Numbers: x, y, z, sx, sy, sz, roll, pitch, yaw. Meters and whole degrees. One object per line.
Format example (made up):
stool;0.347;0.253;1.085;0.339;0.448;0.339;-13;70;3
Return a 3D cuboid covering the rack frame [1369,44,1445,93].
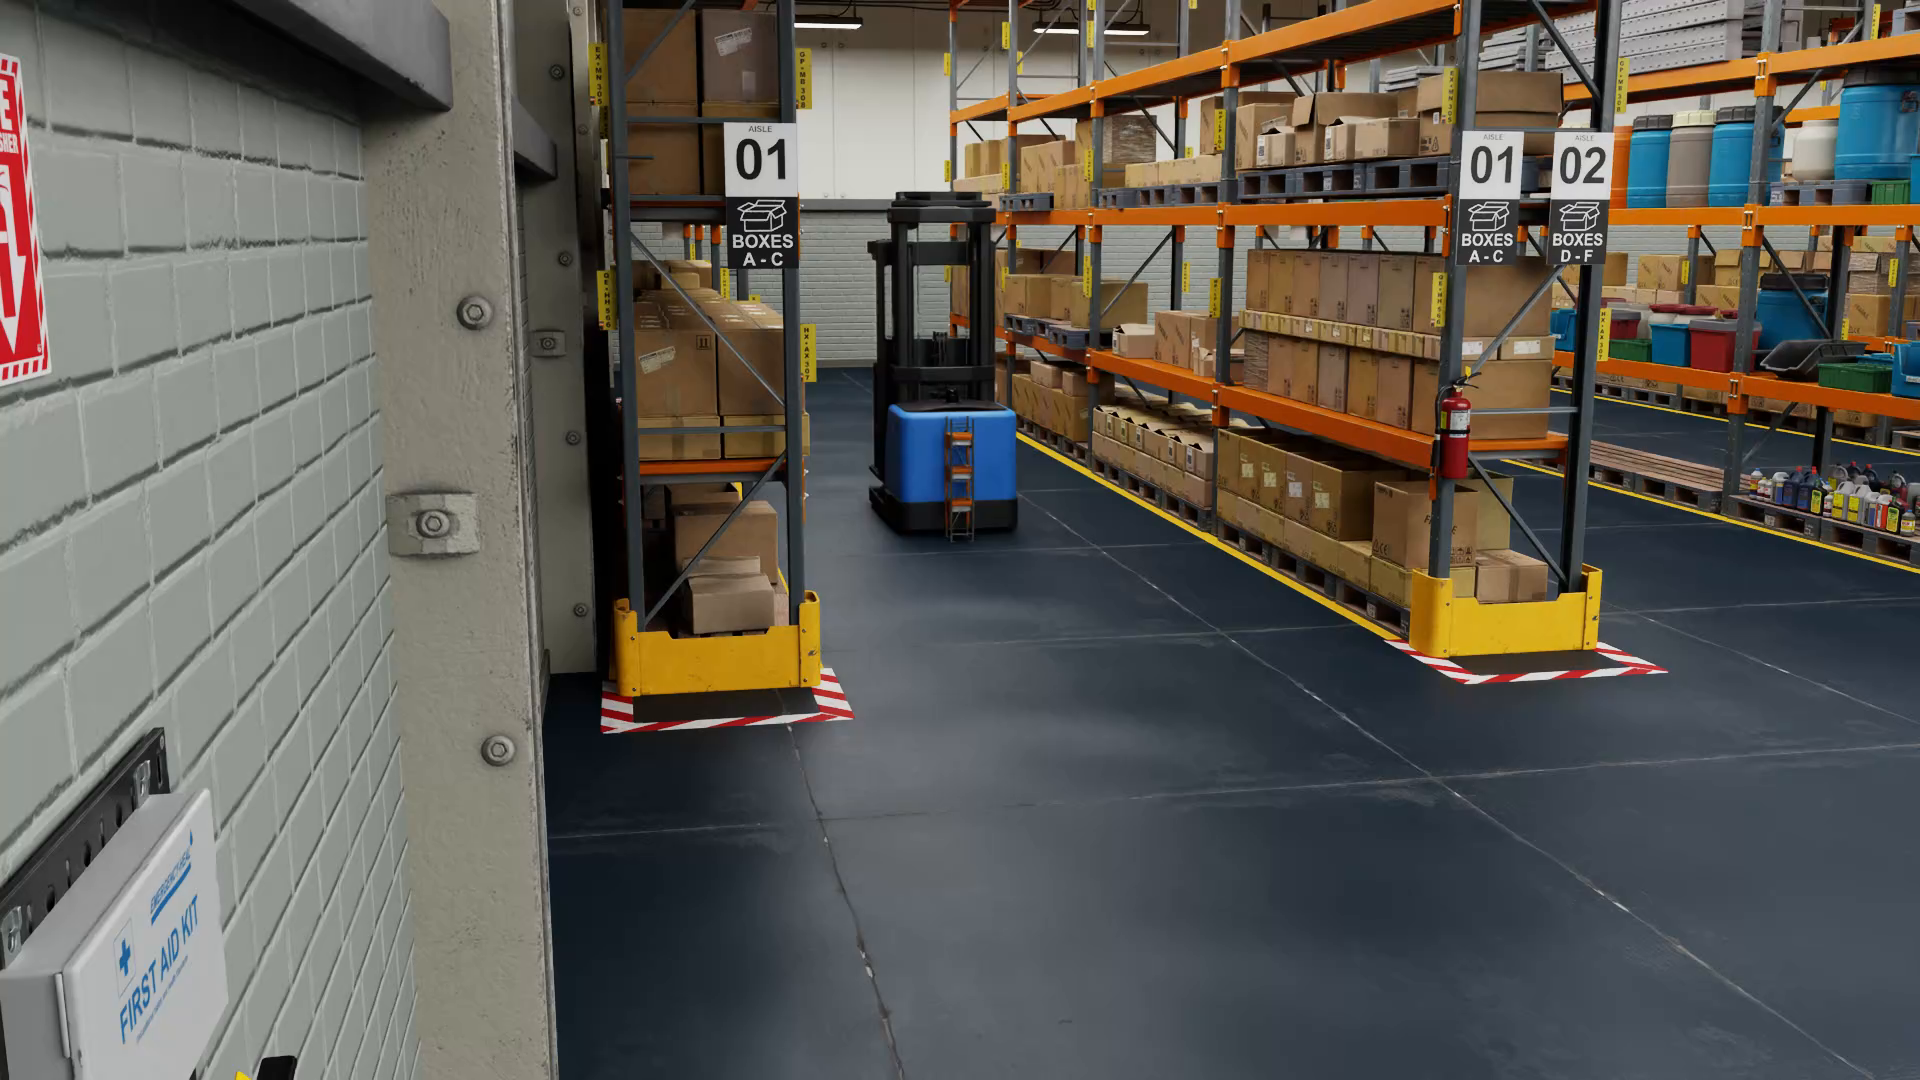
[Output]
rack frame;5.985;-6.124;22.304;1.000;3.000;0.127;-2;11;-11

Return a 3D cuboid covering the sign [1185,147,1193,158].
sign;2.449;-4.049;17.830;0.100;0.325;0.005;-2;11;-11

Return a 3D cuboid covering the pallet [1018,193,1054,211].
pallet;1.388;-4.066;20.019;1.213;0.211;1.003;-2;11;-11

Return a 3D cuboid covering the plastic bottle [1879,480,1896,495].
plastic bottle;7.953;-0.381;14.263;0.061;0.283;0.133;-2;11;-11

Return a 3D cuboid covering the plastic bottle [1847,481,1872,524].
plastic bottle;7.446;-0.315;13.735;0.144;0.351;0.185;-2;11;-9

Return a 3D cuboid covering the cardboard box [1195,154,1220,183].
cardboard box;2.461;-3.350;15.032;0.500;0.250;0.500;-3;11;-17

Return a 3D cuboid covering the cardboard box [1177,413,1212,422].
cardboard box;2.450;-1.120;16.789;0.500;0.311;0.500;-2;11;-11

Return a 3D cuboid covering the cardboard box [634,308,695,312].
cardboard box;-2.102;-1.374;11.732;0.500;0.500;0.500;-2;11;-9

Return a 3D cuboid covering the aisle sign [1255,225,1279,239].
aisle sign;4.902;-5.190;26.489;0.394;0.787;0.004;-2;11;-11

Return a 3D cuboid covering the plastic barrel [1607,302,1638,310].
plastic barrel;7.172;-2.317;18.050;0.421;0.512;0.421;0;11;0

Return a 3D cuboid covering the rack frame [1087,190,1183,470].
rack frame;1.903;-2.264;18.068;1.000;3.000;0.127;-2;11;-11

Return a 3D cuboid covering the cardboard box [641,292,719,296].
cardboard box;-2.590;-2.035;15.420;0.700;0.500;0.500;-2;11;-11

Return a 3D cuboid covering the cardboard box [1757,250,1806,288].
cardboard box;11.098;-3.656;22.431;0.797;0.503;0.637;-2;11;-10

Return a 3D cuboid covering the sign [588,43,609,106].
sign;-1.947;-2.508;8.959;0.100;0.325;0.005;-2;11;-11

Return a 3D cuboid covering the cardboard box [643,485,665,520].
cardboard box;-2.337;-0.472;14.162;0.700;0.500;0.500;-2;11;-9

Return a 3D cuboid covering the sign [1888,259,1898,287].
sign;11.077;-3.171;19.740;0.100;0.325;0.005;-2;11;-11

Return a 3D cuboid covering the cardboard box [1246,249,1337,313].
cardboard box;2.774;-2.135;13.657;0.700;0.500;0.500;-2;11;-11

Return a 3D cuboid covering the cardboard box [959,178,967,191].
cardboard box;0.282;-5.181;24.436;0.500;0.250;0.500;-2;11;-11

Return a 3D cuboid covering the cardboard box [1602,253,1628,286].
cardboard box;10.098;-4.247;26.088;0.500;0.500;0.500;-2;11;-13

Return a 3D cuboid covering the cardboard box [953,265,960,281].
cardboard box;0.175;-4.180;25.196;0.500;0.500;0.500;-2;11;-9

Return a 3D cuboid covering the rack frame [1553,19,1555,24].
rack frame;10.065;-7.038;27.105;1.000;3.000;0.127;-2;11;-11

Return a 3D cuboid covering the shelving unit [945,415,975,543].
shelving unit;-0.003;-0.517;14.105;0.215;1.050;0.252;-2;11;-10

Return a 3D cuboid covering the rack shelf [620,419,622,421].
rack shelf;-2.566;-1.363;15.258;1.077;0.370;4.000;-2;11;-11

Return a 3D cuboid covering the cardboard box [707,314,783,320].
cardboard box;-1.378;-1.205;10.846;0.500;0.500;0.500;-2;11;-13

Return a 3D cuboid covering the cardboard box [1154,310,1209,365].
cardboard box;2.246;-2.006;16.445;0.500;0.500;0.500;-3;11;-14

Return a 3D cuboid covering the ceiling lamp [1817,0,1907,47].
ceiling lamp;16.886;-10.670;30.576;2.000;3.185;0.800;-2;11;-11

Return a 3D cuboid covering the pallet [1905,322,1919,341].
pallet;11.864;-2.402;19.309;1.213;0.211;1.003;-2;11;-11

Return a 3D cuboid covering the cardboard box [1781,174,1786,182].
cardboard box;10.968;-4.789;22.426;0.500;0.311;0.500;-3;11;-13

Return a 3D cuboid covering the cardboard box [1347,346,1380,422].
cardboard box;3.183;-1.119;11.787;0.700;0.500;0.500;-2;11;-11

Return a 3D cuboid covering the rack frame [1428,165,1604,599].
rack frame;3.459;-0.797;10.359;1.000;3.000;0.127;-2;11;-11

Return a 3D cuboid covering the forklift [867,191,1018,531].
forklift;-0.263;-1.745;15.528;1.130;2.935;3.031;-2;11;-10

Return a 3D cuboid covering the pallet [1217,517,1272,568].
pallet;2.795;-0.013;13.700;1.003;0.211;1.213;-2;11;-11

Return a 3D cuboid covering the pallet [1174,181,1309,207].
pallet;2.497;-3.071;14.799;0.805;0.209;1.217;-3;11;-13

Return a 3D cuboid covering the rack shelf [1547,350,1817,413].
rack shelf;7.152;-1.723;17.151;1.077;0.370;4.000;-2;11;-11

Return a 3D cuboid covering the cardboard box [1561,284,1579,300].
cardboard box;10.001;-3.970;26.639;0.500;0.250;0.500;-2;11;-12

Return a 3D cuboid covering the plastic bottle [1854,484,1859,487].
plastic bottle;7.551;-0.322;13.974;0.152;0.276;0.135;-2;11;-11

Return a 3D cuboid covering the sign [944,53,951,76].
sign;-0.185;-7.156;25.018;0.100;0.325;0.005;-2;11;-11

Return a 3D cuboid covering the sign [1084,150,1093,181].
sign;1.371;-3.972;17.638;0.100;0.325;0.005;-2;11;-11

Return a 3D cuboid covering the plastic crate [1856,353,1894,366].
plastic crate;8.022;-1.443;14.156;0.499;0.251;0.616;-2;11;-11

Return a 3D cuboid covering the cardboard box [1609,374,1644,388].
cardboard box;10.618;-2.809;25.490;0.875;0.875;0.875;-2;11;-11

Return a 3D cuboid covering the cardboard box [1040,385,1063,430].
cardboard box;1.283;-1.606;20.120;0.500;0.500;0.500;-3;11;-13

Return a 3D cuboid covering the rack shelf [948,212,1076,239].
rack shelf;0.736;-4.484;23.637;1.077;0.370;4.000;-2;11;-11

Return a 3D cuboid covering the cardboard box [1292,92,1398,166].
cardboard box;2.878;-3.023;12.260;0.797;0.503;0.637;-1;11;-5

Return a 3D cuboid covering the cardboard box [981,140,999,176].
cardboard box;0.685;-5.374;23.443;0.700;0.500;0.500;-2;11;-11

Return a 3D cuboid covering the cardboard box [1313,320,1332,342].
cardboard box;2.848;-1.558;12.356;0.380;0.149;0.250;-2;11;-11

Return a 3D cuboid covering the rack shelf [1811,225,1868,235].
rack shelf;15.339;-5.006;26.376;1.077;0.370;4.000;-2;11;-11

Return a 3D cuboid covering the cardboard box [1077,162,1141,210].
cardboard box;1.785;-3.865;18.192;0.910;0.500;0.500;-2;11;-11

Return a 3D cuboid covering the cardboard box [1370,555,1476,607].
cardboard box;3.065;0.260;11.037;0.500;0.250;0.500;-2;11;-11

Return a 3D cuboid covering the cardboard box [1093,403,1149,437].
cardboard box;1.717;-1.288;17.673;0.500;0.311;0.500;-2;11;-9

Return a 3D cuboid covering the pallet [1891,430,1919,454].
pallet;11.772;-1.110;19.465;1.003;0.211;1.213;-2;11;-11

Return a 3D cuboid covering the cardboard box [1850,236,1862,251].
cardboard box;14.881;-4.755;27.417;0.500;0.500;0.500;-2;11;-9

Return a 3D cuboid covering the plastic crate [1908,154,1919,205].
plastic crate;7.653;-2.781;12.803;0.392;0.384;0.575;-2;11;-11

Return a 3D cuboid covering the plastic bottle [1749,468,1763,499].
plastic bottle;7.173;-0.511;14.980;0.097;0.271;0.097;0;11;0

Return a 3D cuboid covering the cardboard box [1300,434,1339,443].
cardboard box;3.072;-0.585;13.472;0.500;0.500;0.500;-2;11;-11

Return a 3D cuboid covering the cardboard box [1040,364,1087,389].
cardboard box;1.273;-1.981;20.086;0.500;0.250;0.500;-2;11;-12

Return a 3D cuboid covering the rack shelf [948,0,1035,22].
rack shelf;0.736;-7.591;23.045;1.077;0.370;4.000;-2;11;-11
